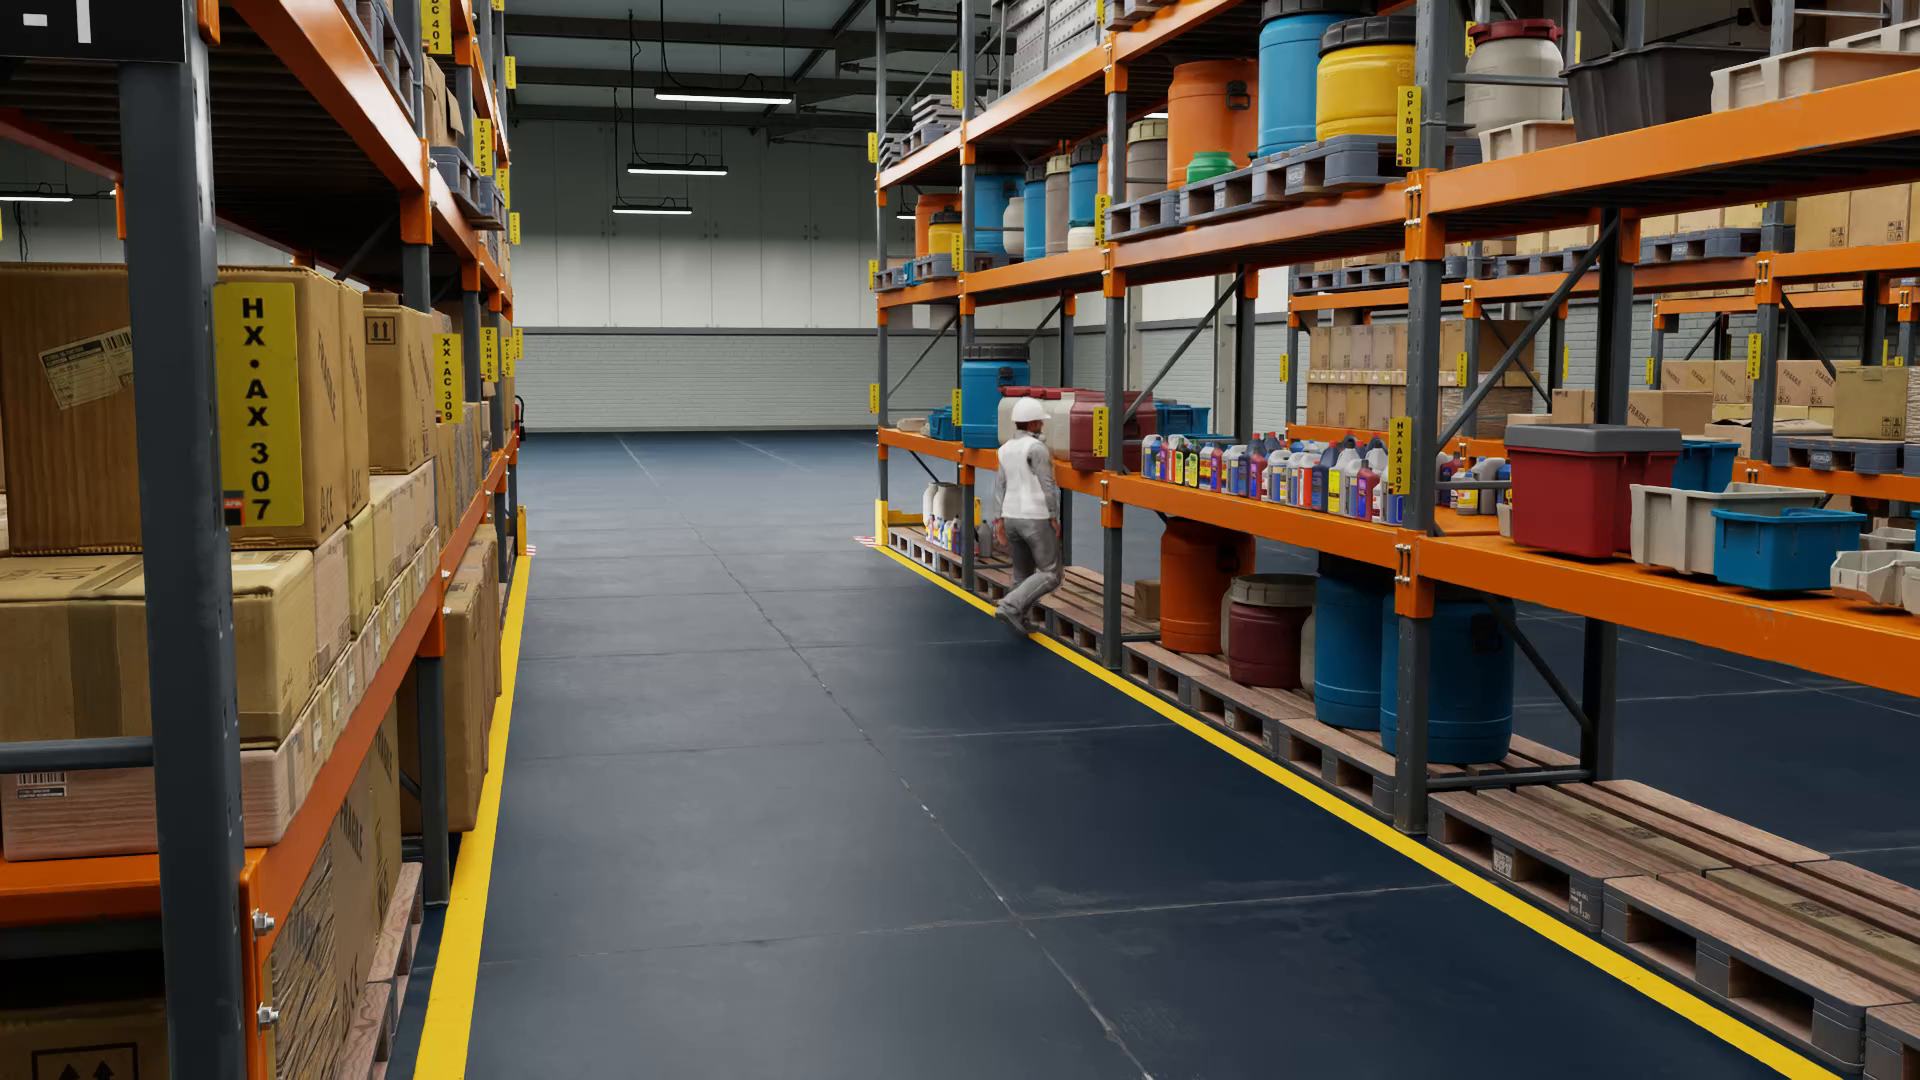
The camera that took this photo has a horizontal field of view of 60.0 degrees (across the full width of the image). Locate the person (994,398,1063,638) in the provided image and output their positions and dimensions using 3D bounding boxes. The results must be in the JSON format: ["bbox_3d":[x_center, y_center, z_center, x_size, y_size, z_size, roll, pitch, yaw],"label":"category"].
[{"bbox_3d":[0.450,-0.146,12.056,0.656,1.763,0.622,-4,7,-32],"label":"person"}]
